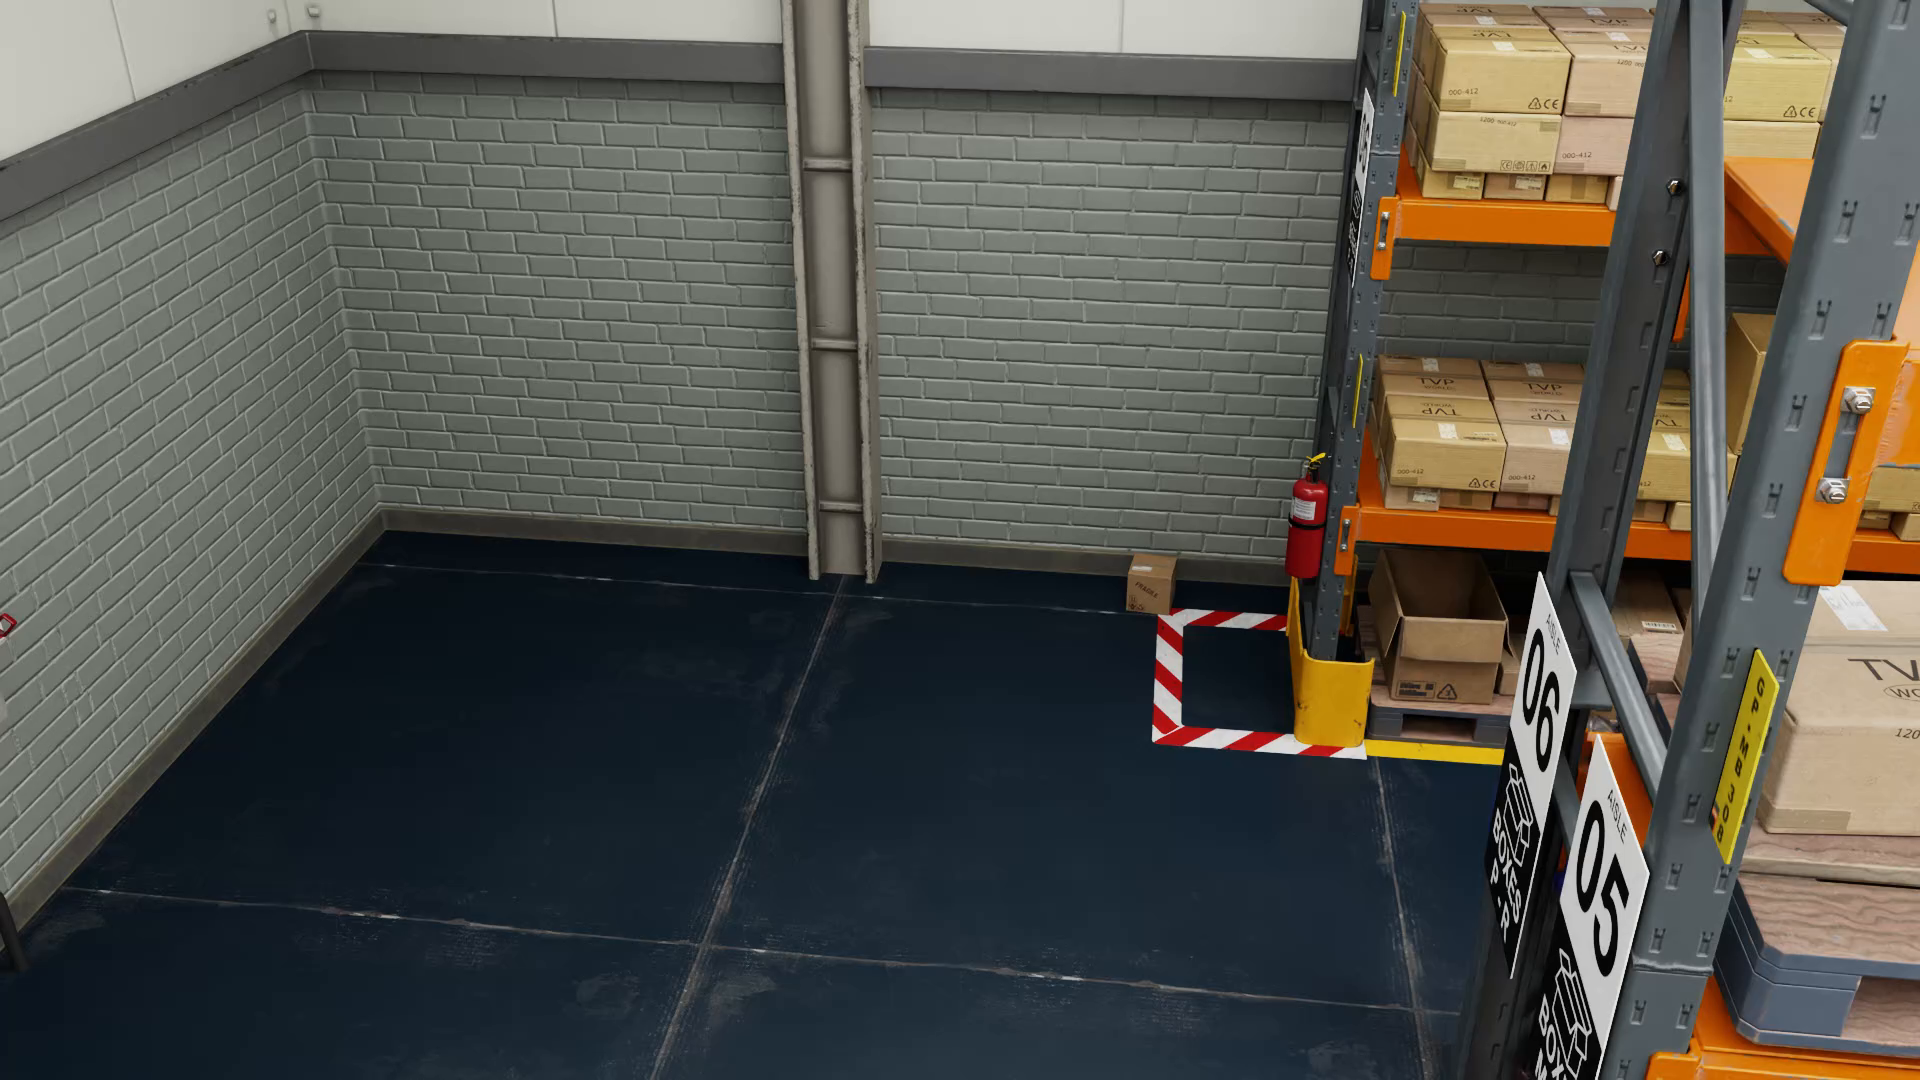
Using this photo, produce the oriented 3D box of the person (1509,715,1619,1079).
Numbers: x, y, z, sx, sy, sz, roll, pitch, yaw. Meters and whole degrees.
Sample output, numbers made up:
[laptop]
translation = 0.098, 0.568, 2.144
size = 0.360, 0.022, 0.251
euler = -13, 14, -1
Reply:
[person]
translation = 2.249, 1.396, 6.073
size = 0.435, 1.651, 0.445
euler = -23, 36, -35
